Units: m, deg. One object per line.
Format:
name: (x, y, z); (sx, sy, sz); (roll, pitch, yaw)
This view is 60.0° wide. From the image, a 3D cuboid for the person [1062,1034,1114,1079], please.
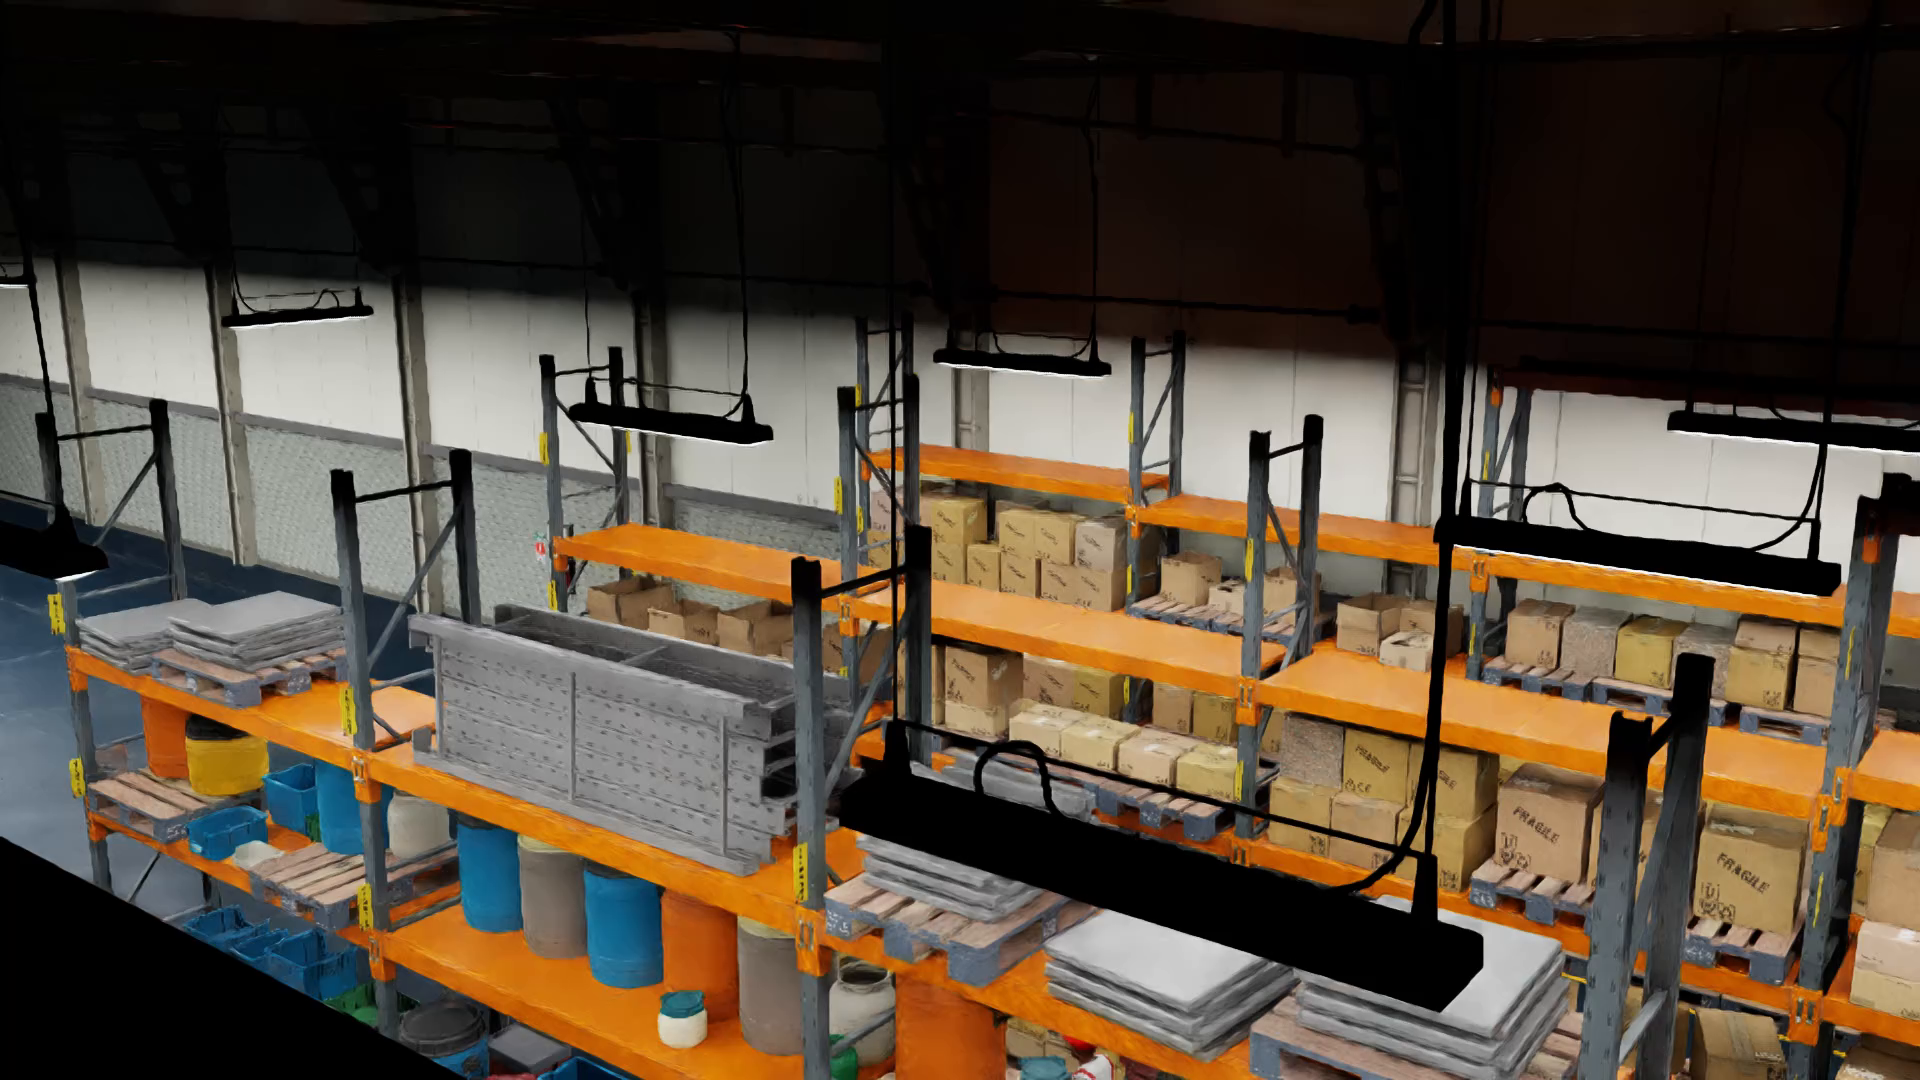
person: (0.933, 4.405, 12.405); (1.116, 1.705, 0.557); (9, 16, 34)
